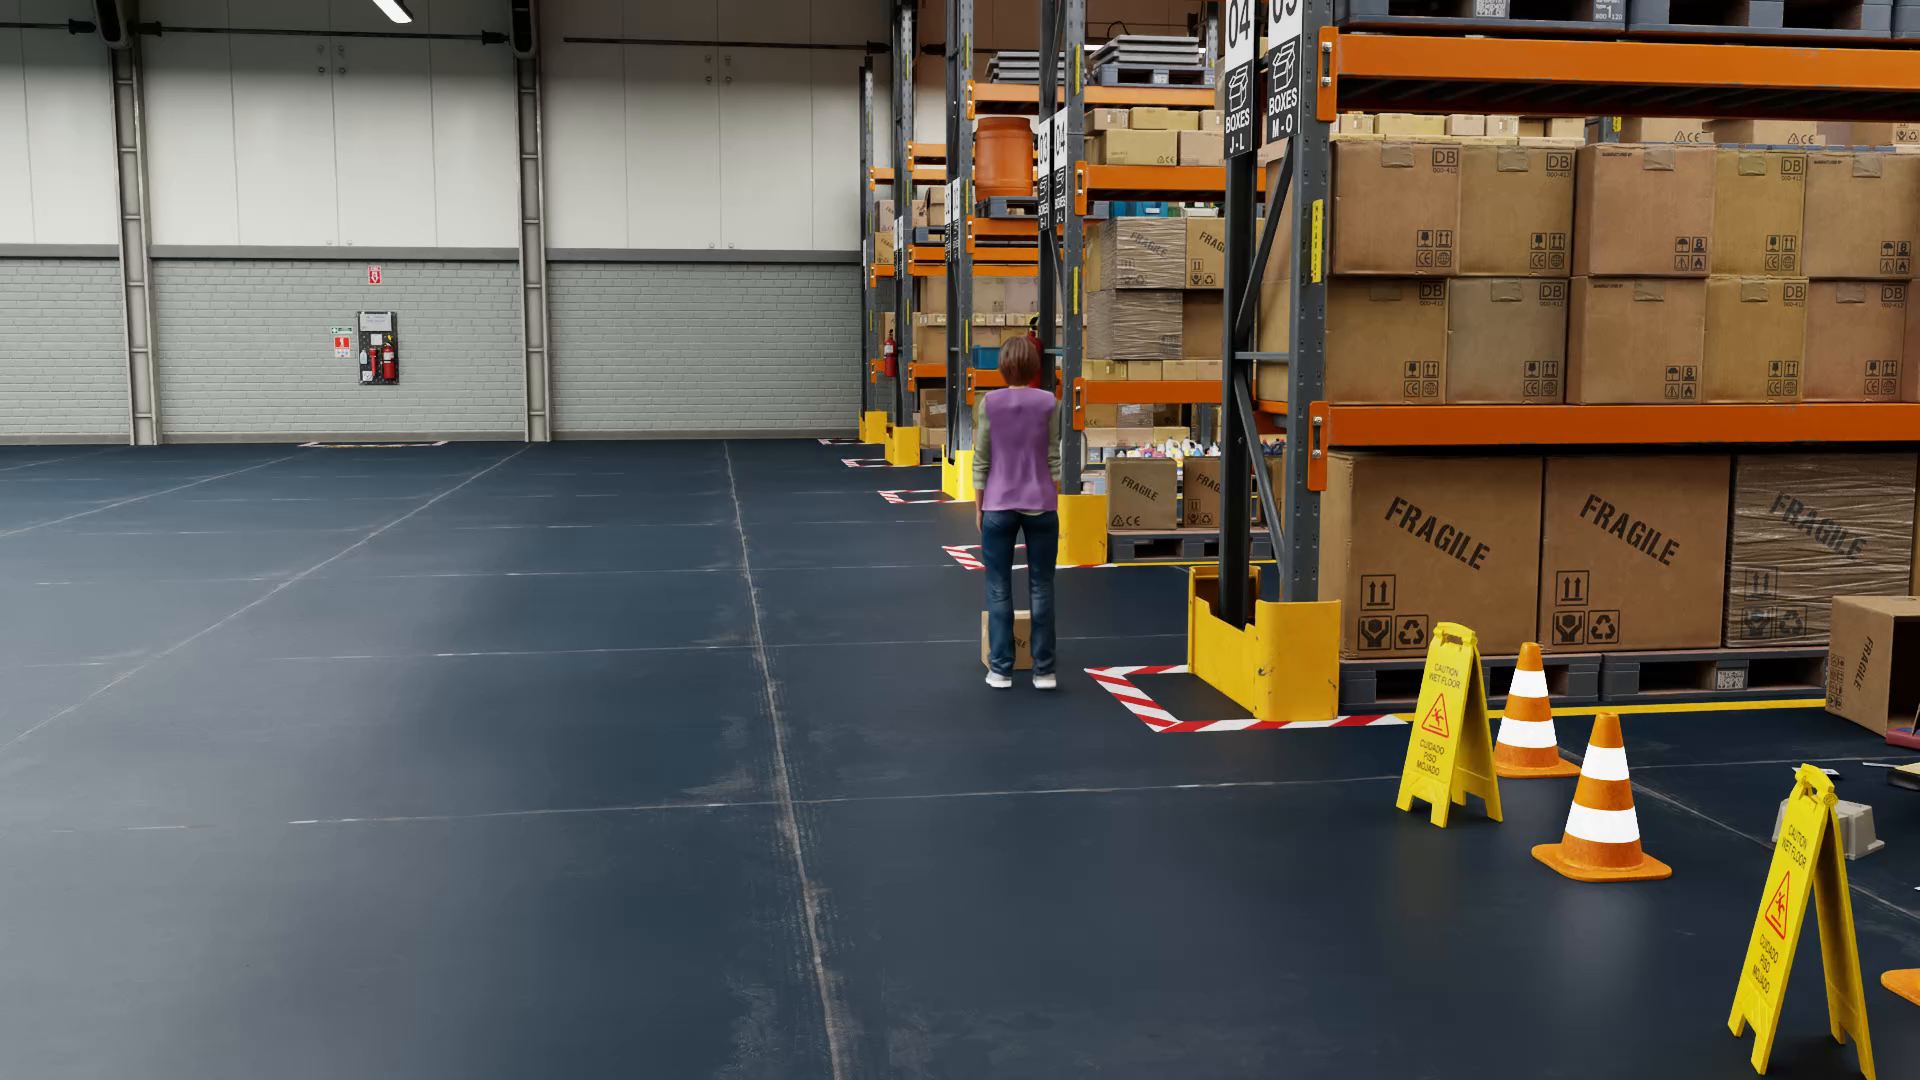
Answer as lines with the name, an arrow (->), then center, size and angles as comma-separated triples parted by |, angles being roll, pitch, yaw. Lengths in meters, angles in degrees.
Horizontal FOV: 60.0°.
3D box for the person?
person -> 0.255, -0.114, 7.557 | 0.407, 1.596, 0.303 | 0, 7, -2
